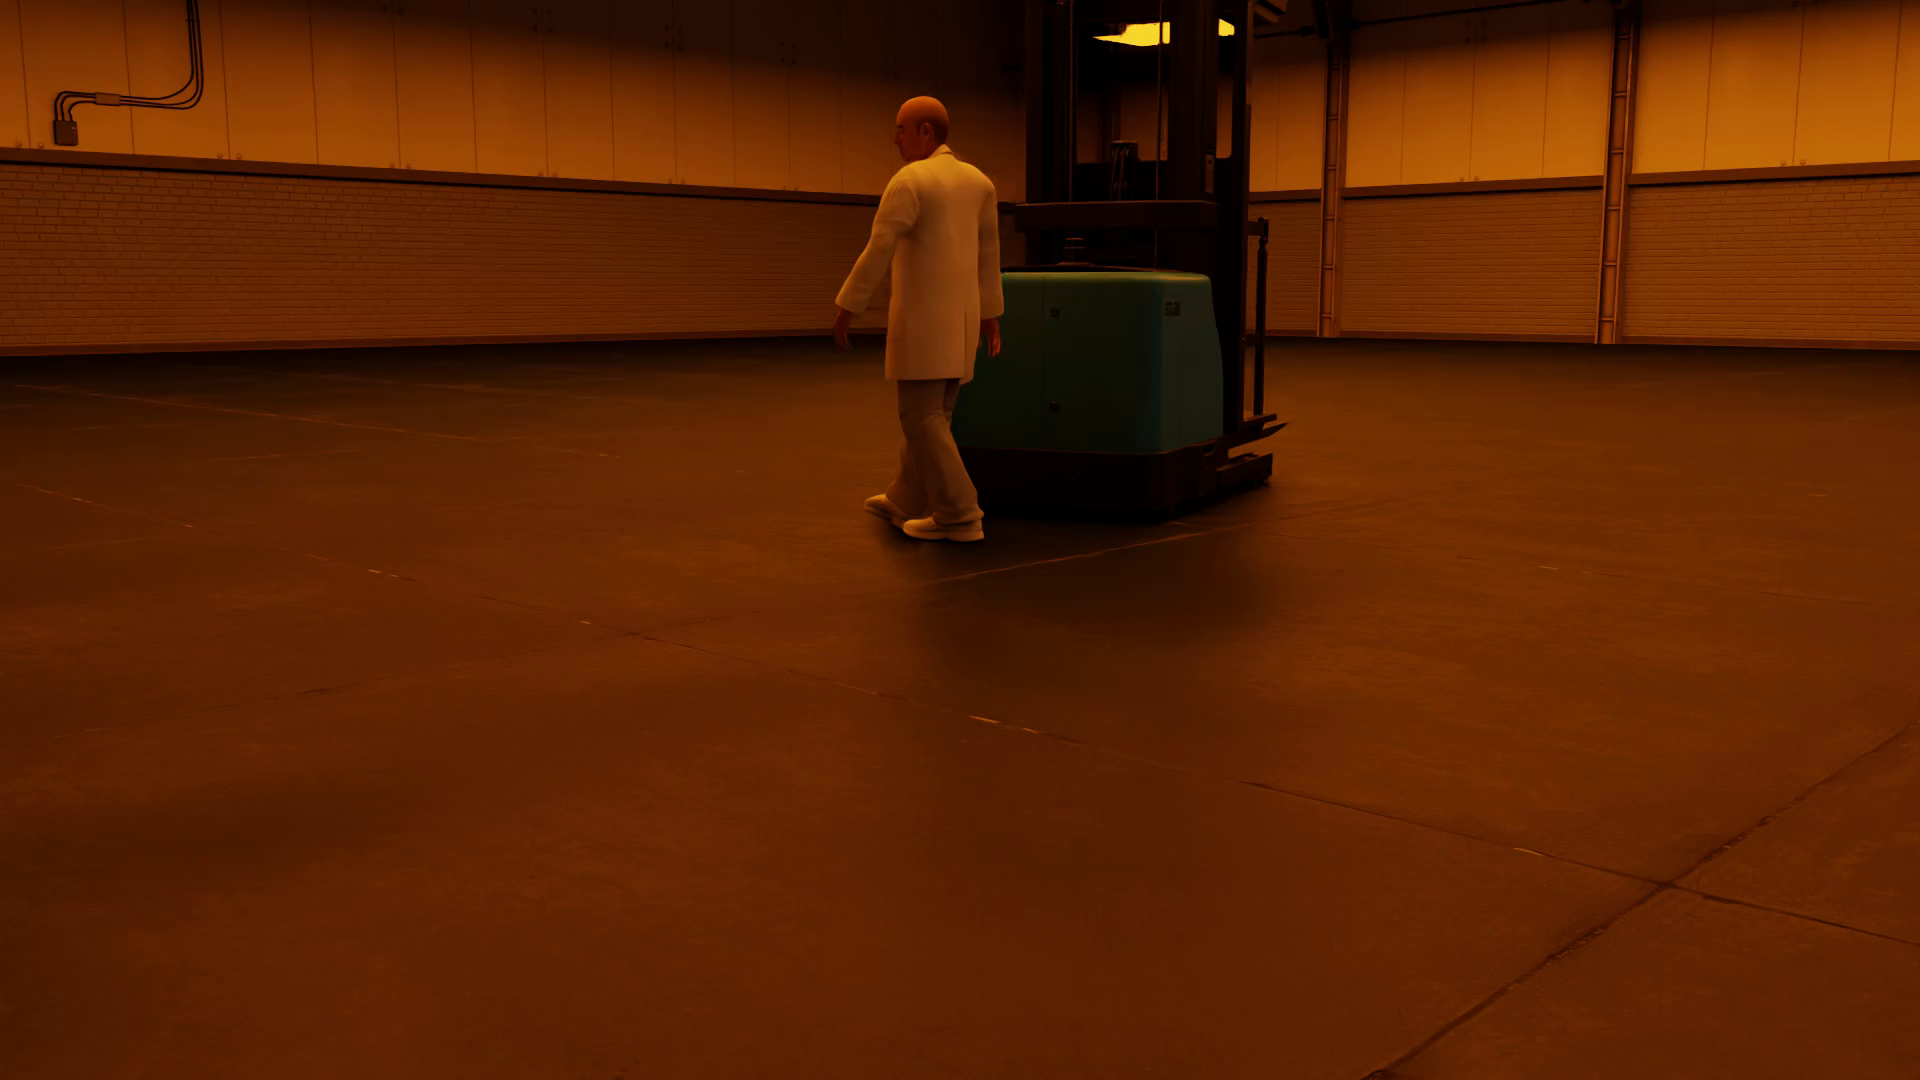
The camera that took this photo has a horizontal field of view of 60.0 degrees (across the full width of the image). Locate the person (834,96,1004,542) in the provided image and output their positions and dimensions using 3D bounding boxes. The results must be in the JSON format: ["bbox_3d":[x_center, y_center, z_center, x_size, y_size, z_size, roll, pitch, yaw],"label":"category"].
[{"bbox_3d":[-0.201,-0.889,6.750,0.764,1.755,0.773,6,11,36],"label":"person"}]

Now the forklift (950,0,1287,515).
[{"bbox_3d":[0.984,-1.737,8.409,1.130,2.935,3.031,4,9,24],"label":"forklift"}]
